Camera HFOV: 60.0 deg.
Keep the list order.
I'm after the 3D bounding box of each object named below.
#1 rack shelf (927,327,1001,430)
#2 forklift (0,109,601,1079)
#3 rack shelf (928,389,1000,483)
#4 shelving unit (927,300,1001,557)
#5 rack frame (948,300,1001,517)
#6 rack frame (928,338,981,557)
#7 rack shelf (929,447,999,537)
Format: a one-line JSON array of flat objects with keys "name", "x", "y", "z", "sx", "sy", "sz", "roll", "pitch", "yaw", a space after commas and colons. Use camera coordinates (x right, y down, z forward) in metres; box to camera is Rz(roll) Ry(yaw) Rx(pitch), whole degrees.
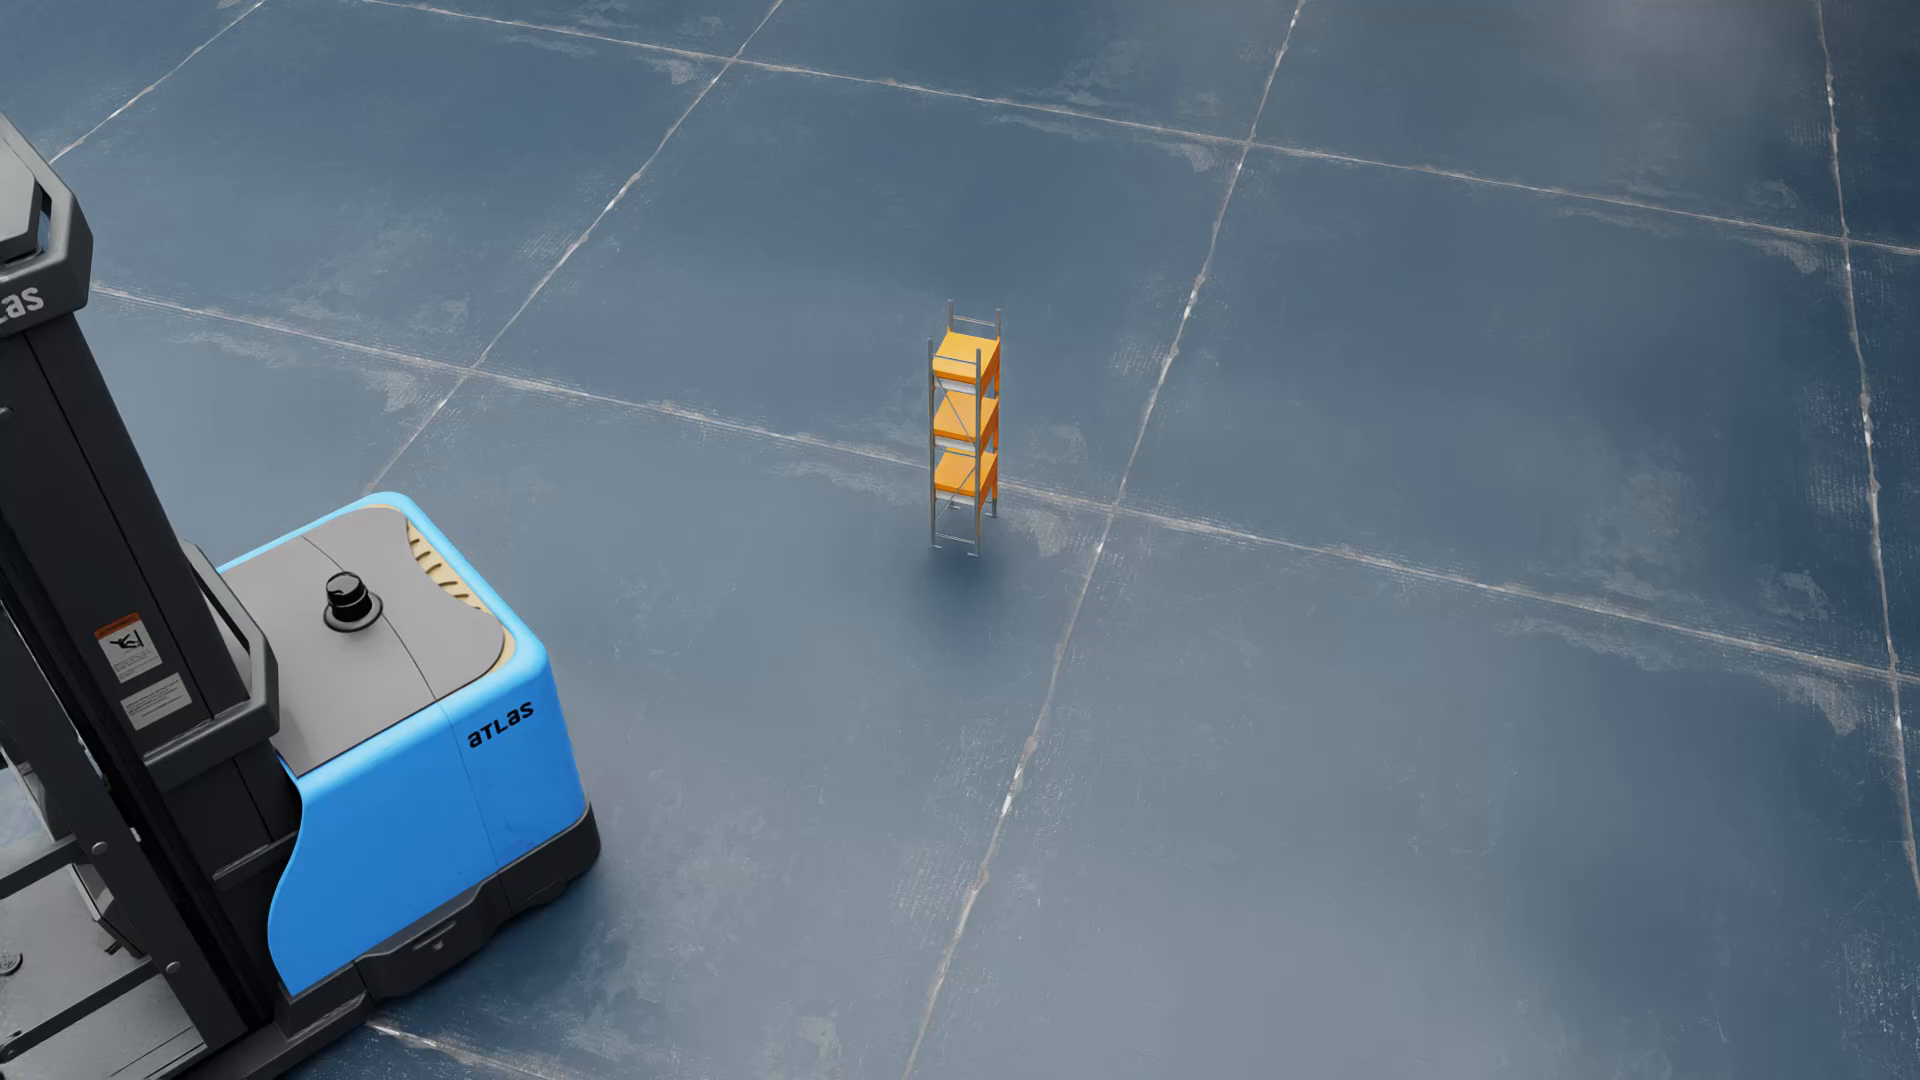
[{"name": "rack shelf", "x": 0.016, "y": -0.606, "z": 6.228, "sx": 0.215, "sy": 0.259, "sz": 0.240, "roll": 13, "pitch": 46, "yaw": 12}, {"name": "forklift", "x": -2.655, "y": 0.463, "z": 4.181, "sx": 3.031, "sy": 2.935, "sz": 1.130, "roll": -31, "pitch": 52, "yaw": -28}, {"name": "rack shelf", "x": 0.016, "y": -0.403, "z": 6.427, "sx": 0.215, "sy": 0.259, "sz": 0.240, "roll": 13, "pitch": 46, "yaw": 12}, {"name": "shelving unit", "x": 0.016, "y": -0.411, "z": 6.419, "sx": 0.215, "sy": 1.050, "sz": 0.252, "roll": 13, "pitch": 46, "yaw": 12}, {"name": "rack frame", "x": 0.053, "y": -0.492, "z": 6.502, "sx": 0.200, "sy": 1.050, "sz": 0.008, "roll": 13, "pitch": 46, "yaw": 12}, {"name": "rack frame", "x": -0.021, "y": -0.330, "z": 6.336, "sx": 0.200, "sy": 1.050, "sz": 0.008, "roll": 13, "pitch": 46, "yaw": 12}, {"name": "rack shelf", "x": 0.016, "y": -0.205, "z": 6.621, "sx": 0.215, "sy": 0.259, "sz": 0.240, "roll": 13, "pitch": 46, "yaw": 12}]
